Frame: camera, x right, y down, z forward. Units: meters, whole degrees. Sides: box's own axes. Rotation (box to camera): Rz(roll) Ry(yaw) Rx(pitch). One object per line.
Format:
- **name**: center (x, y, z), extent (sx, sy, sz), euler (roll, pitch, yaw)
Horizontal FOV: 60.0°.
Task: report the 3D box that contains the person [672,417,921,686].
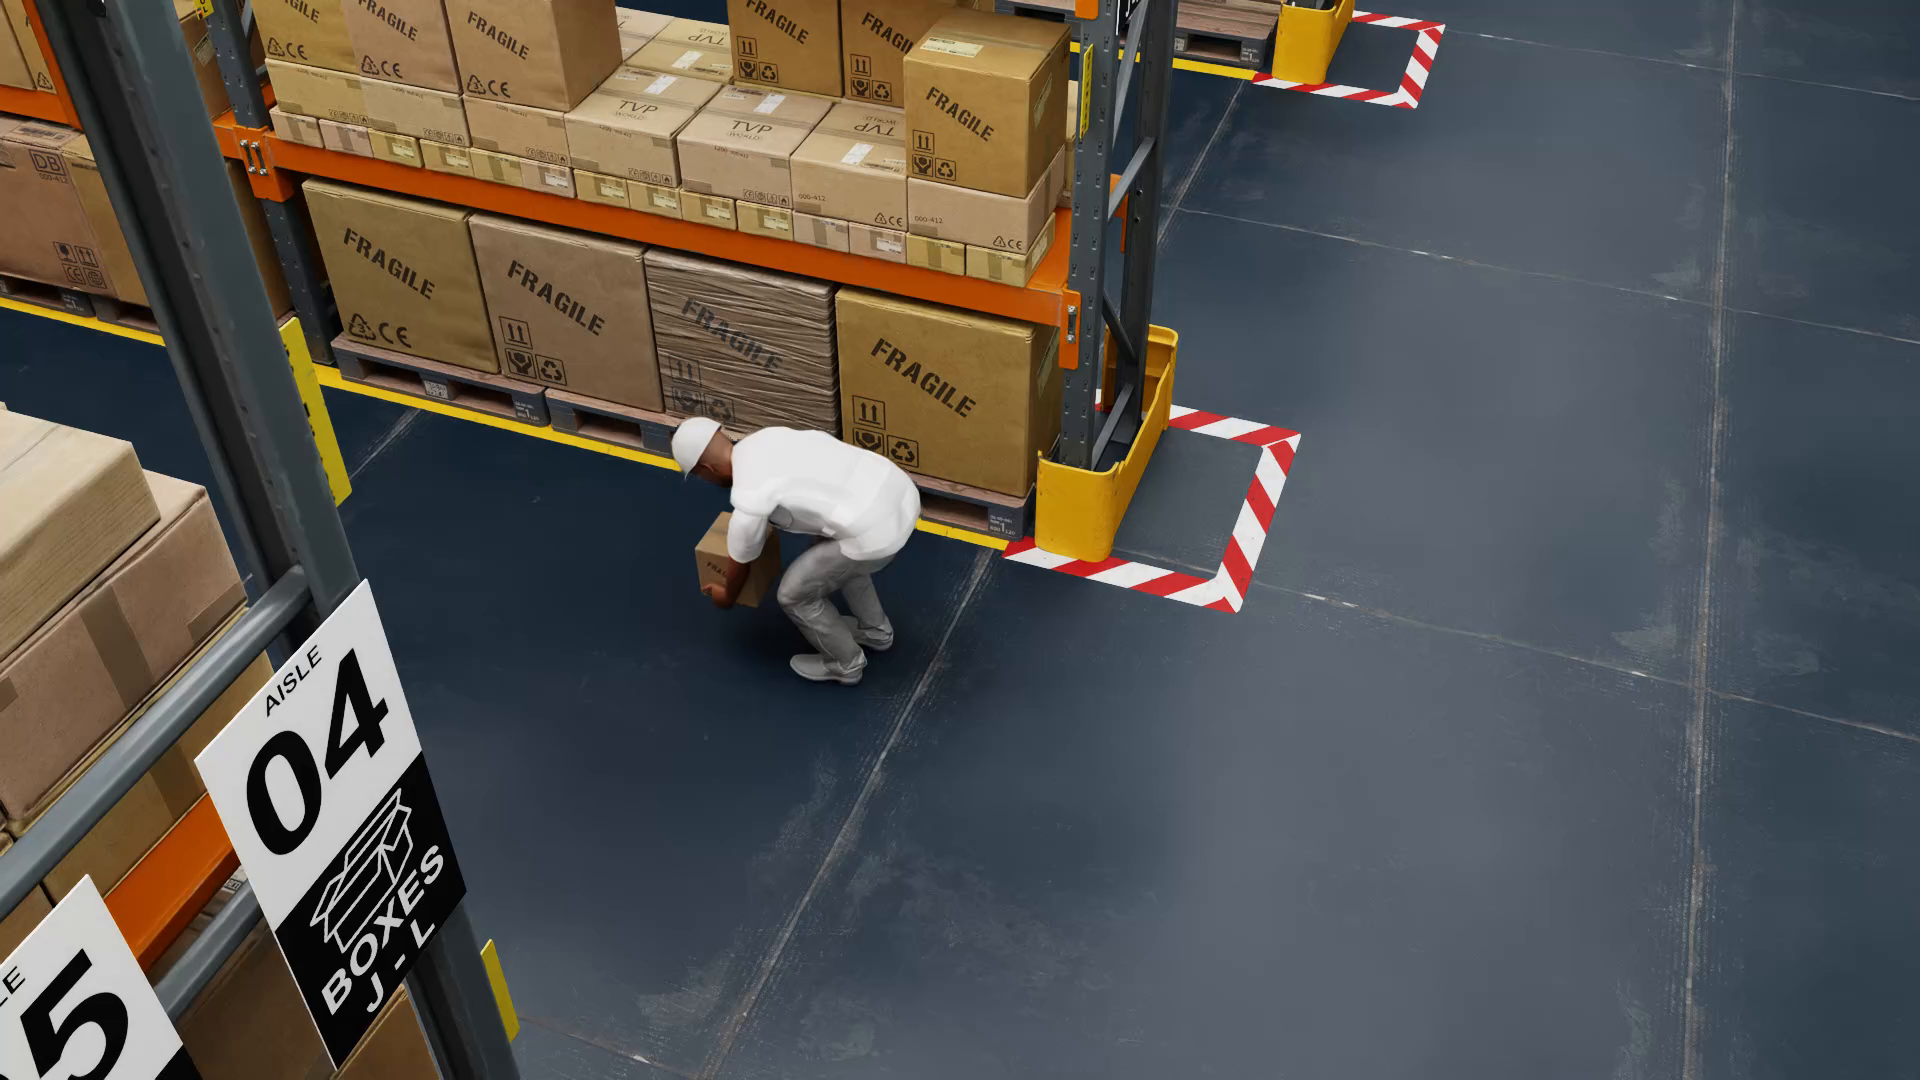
- **person**: center (-0.639, 0.041, 6.580), extent (0.962, 1.123, 0.513), euler (12, 43, 13)
